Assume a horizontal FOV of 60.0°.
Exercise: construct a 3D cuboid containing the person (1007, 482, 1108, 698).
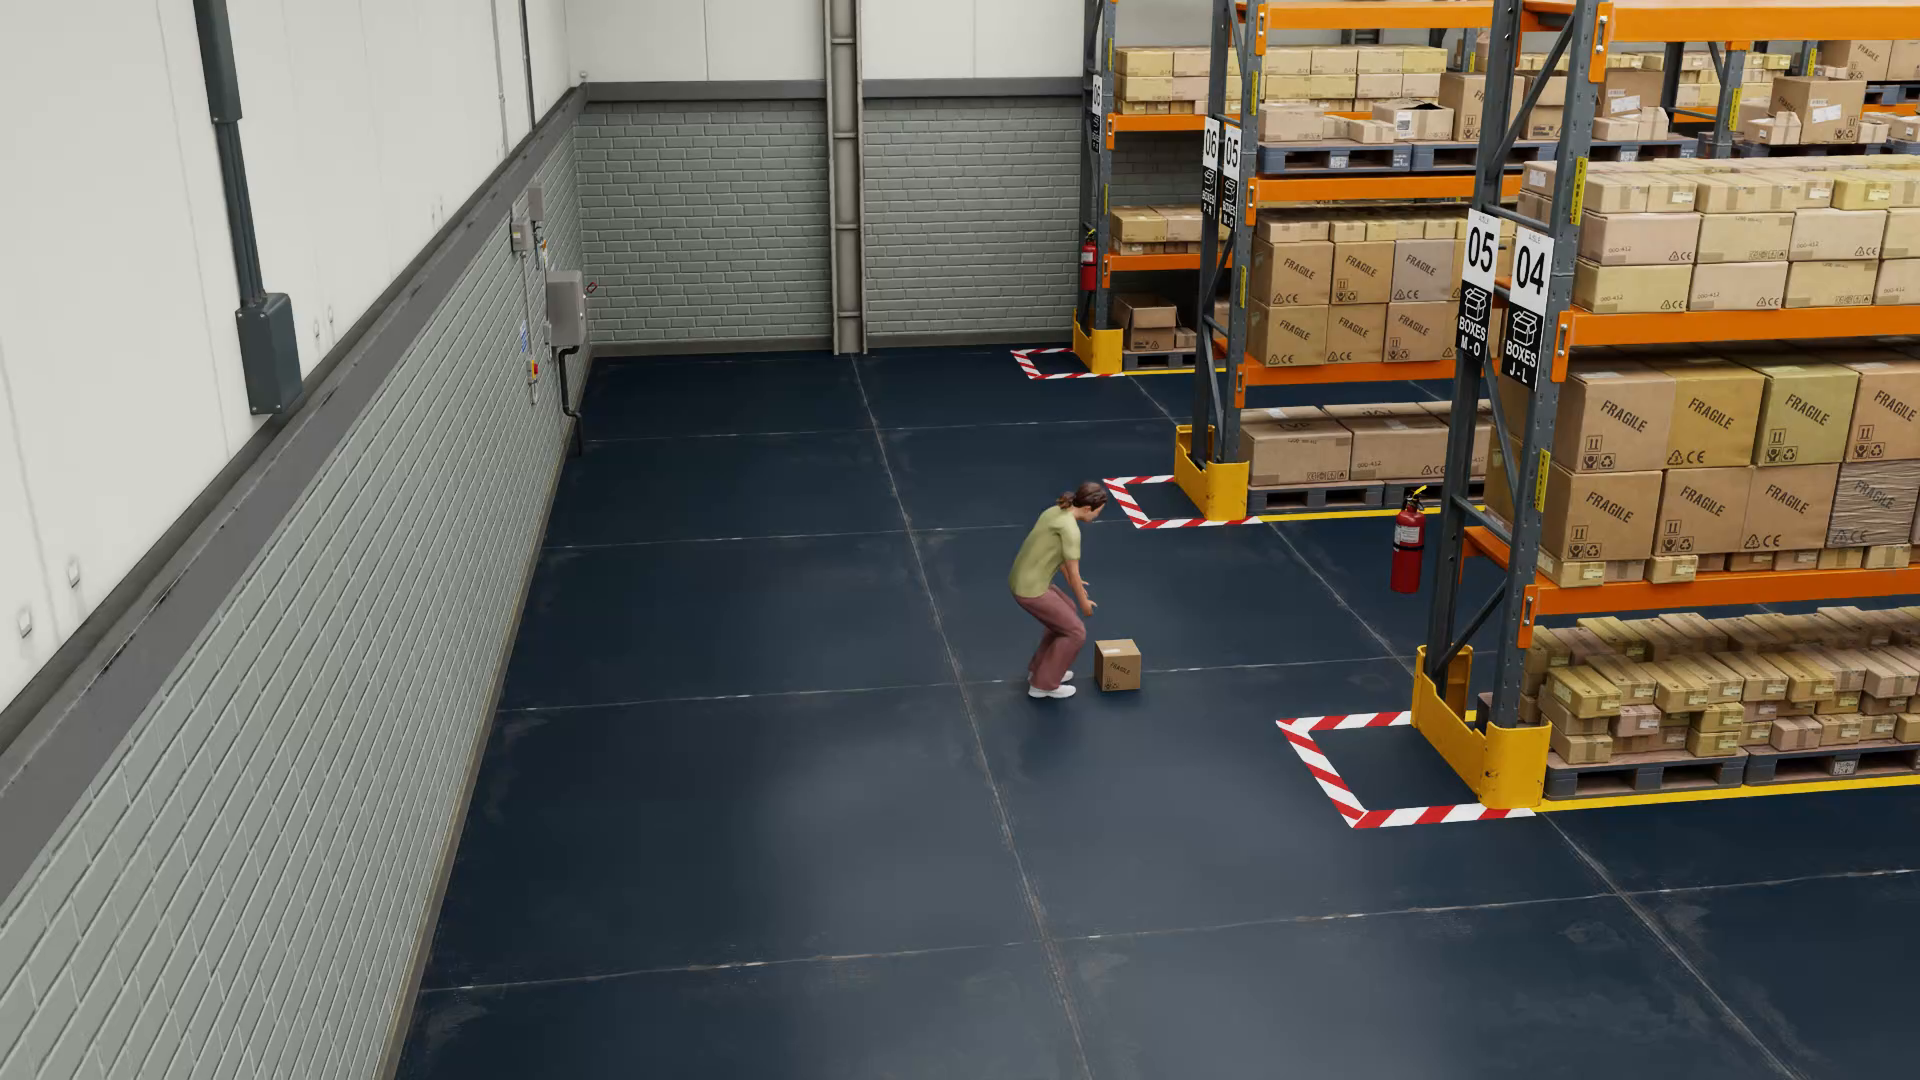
[{"bbox_3d":[0.619,0.302,10.676,0.634,1.390,0.510,-3,20,-7],"label":"person"}]
